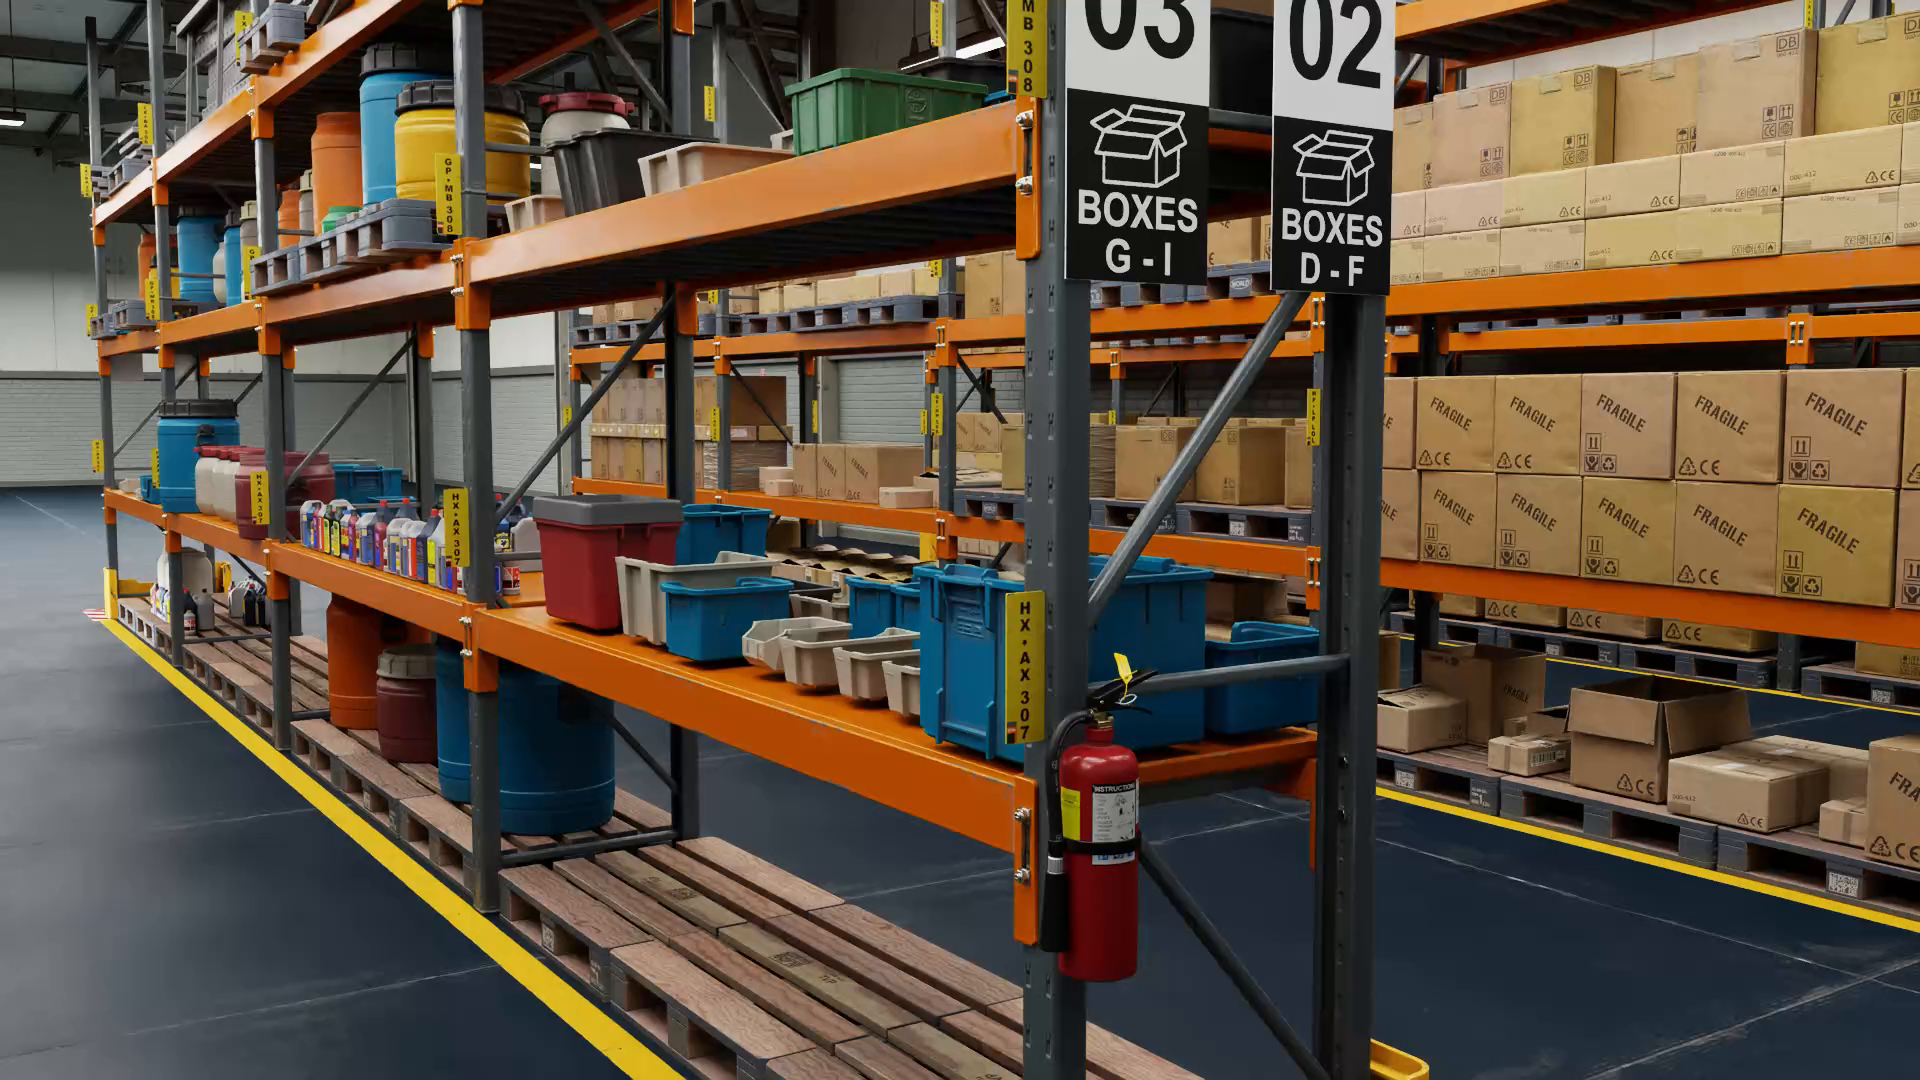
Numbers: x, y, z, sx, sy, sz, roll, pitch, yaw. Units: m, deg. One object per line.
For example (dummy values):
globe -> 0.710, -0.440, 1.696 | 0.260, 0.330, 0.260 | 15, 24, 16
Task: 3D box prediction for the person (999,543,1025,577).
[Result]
person -> 0.754, 0.281, 15.729 | 0.581, 1.212, 0.839 | -3, 6, -34
